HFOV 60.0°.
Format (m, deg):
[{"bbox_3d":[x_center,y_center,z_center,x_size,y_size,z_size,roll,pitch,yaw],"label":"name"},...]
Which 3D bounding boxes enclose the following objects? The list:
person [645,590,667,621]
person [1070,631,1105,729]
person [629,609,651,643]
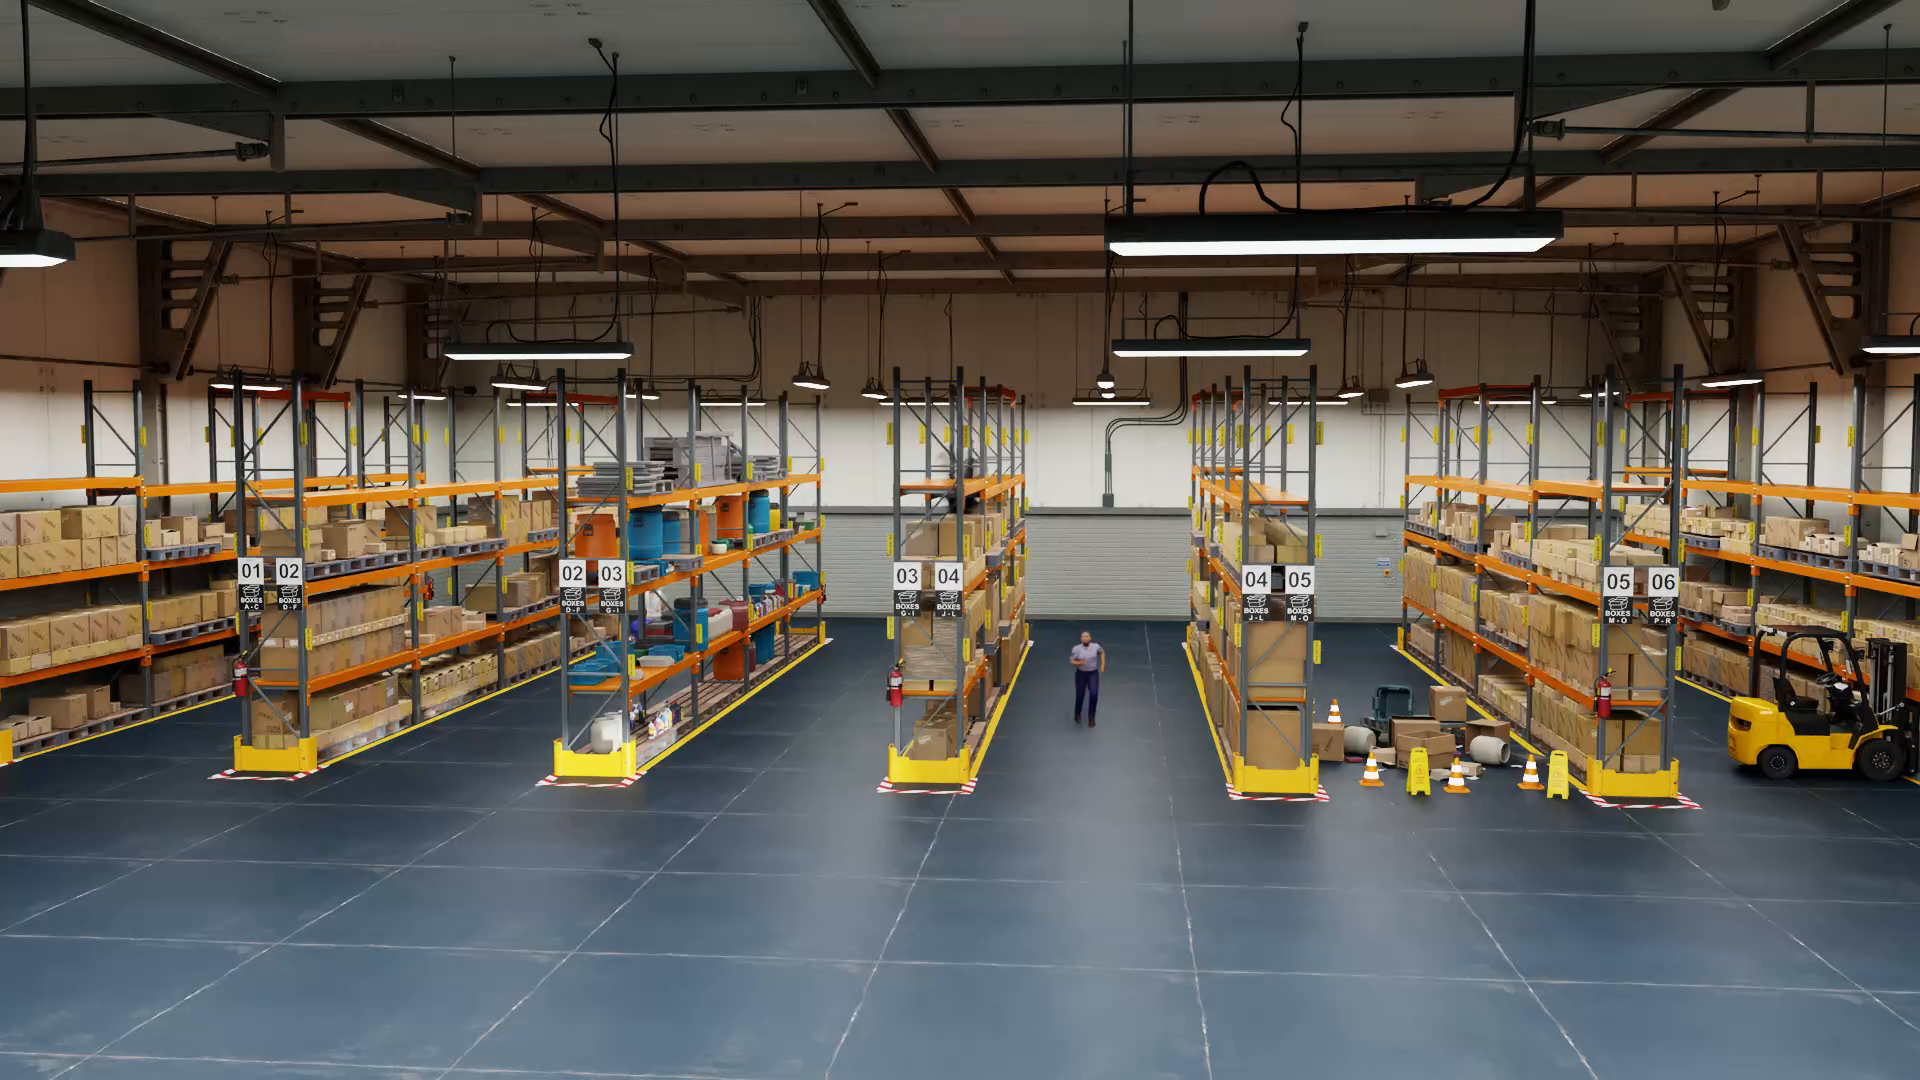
[{"bbox_3d":[-7.055,1.764,38.105,0.695,1.748,0.818,0,4,-1],"label":"person"},{"bbox_3d":[2.202,2.414,28.802,0.608,1.667,0.875,0,4,2],"label":"person"},{"bbox_3d":[-6.319,2.145,33.010,0.571,1.608,0.572,0,4,1],"label":"person"}]
